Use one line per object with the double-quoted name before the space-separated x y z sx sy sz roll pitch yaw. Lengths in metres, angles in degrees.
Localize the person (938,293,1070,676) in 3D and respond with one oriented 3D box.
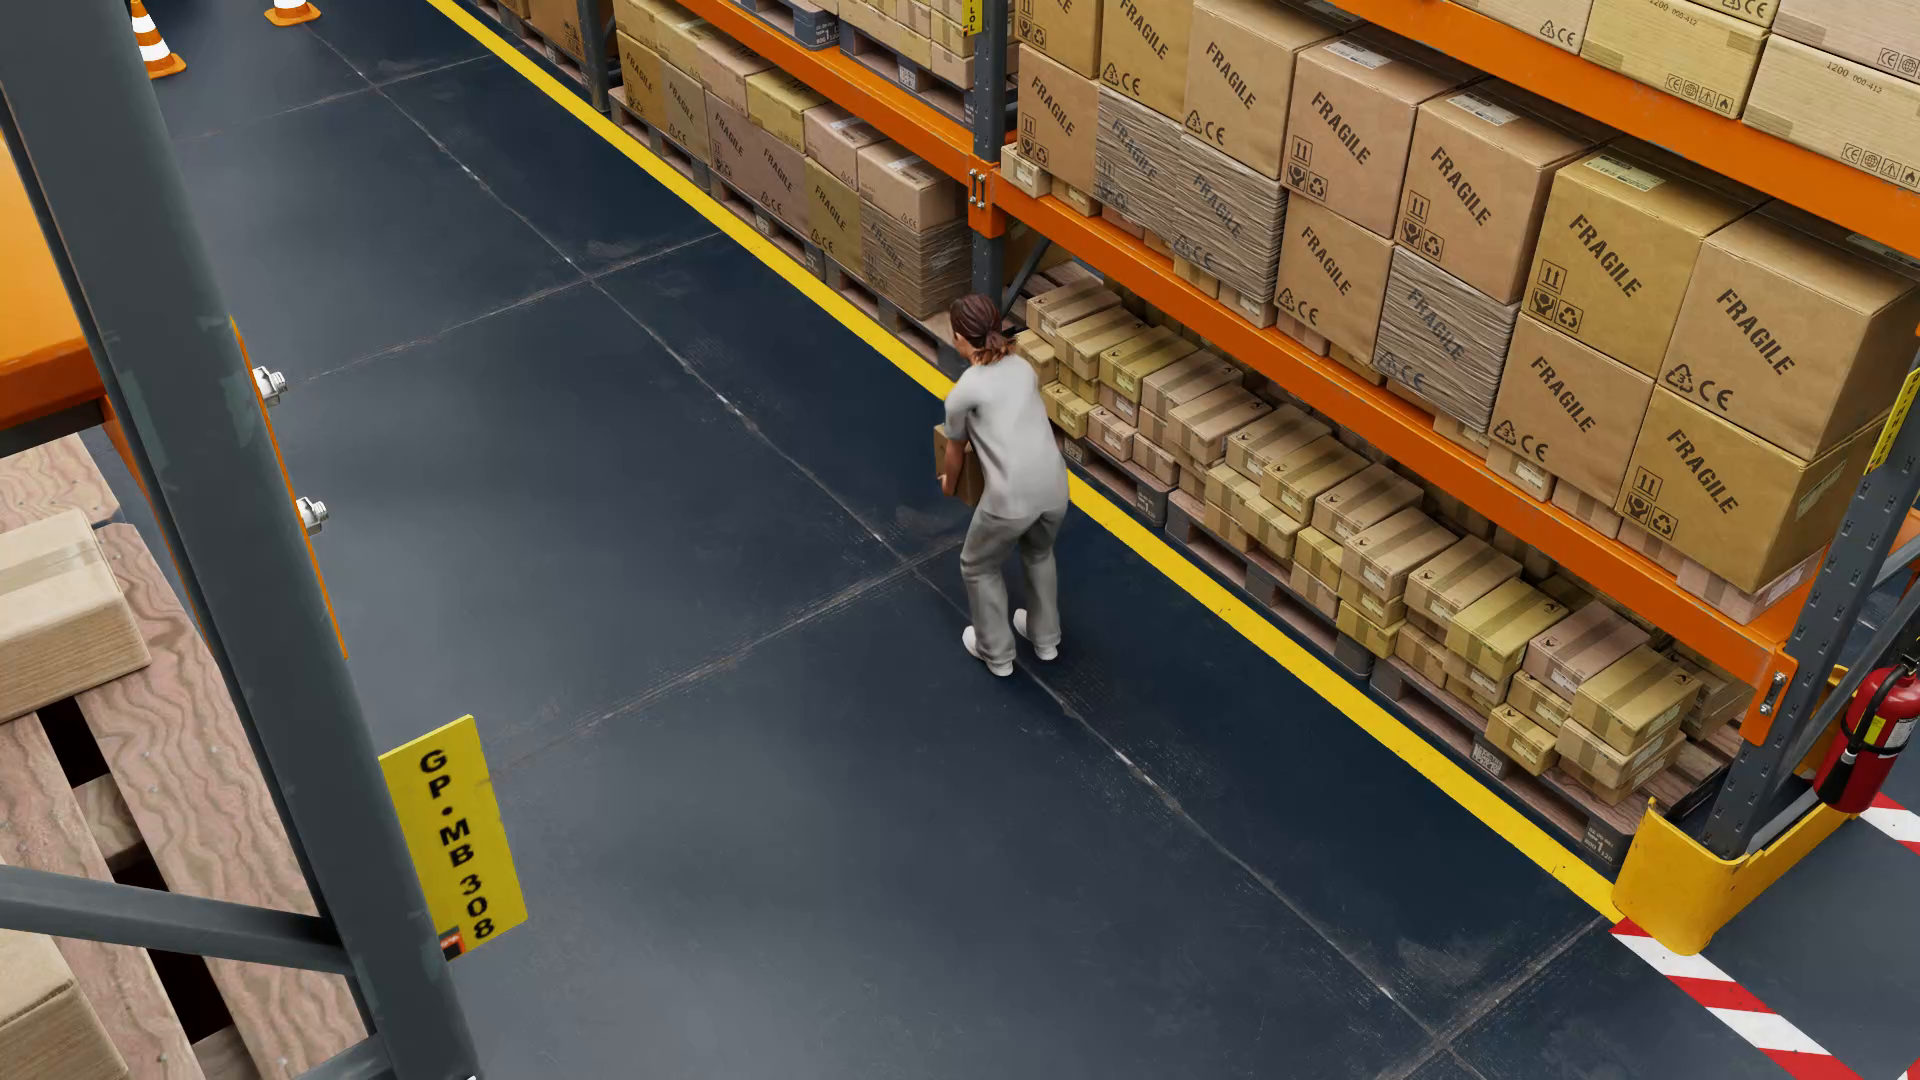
"person" 0.156 -0.201 6.504 0.408 1.538 0.630 -20 44 -22
